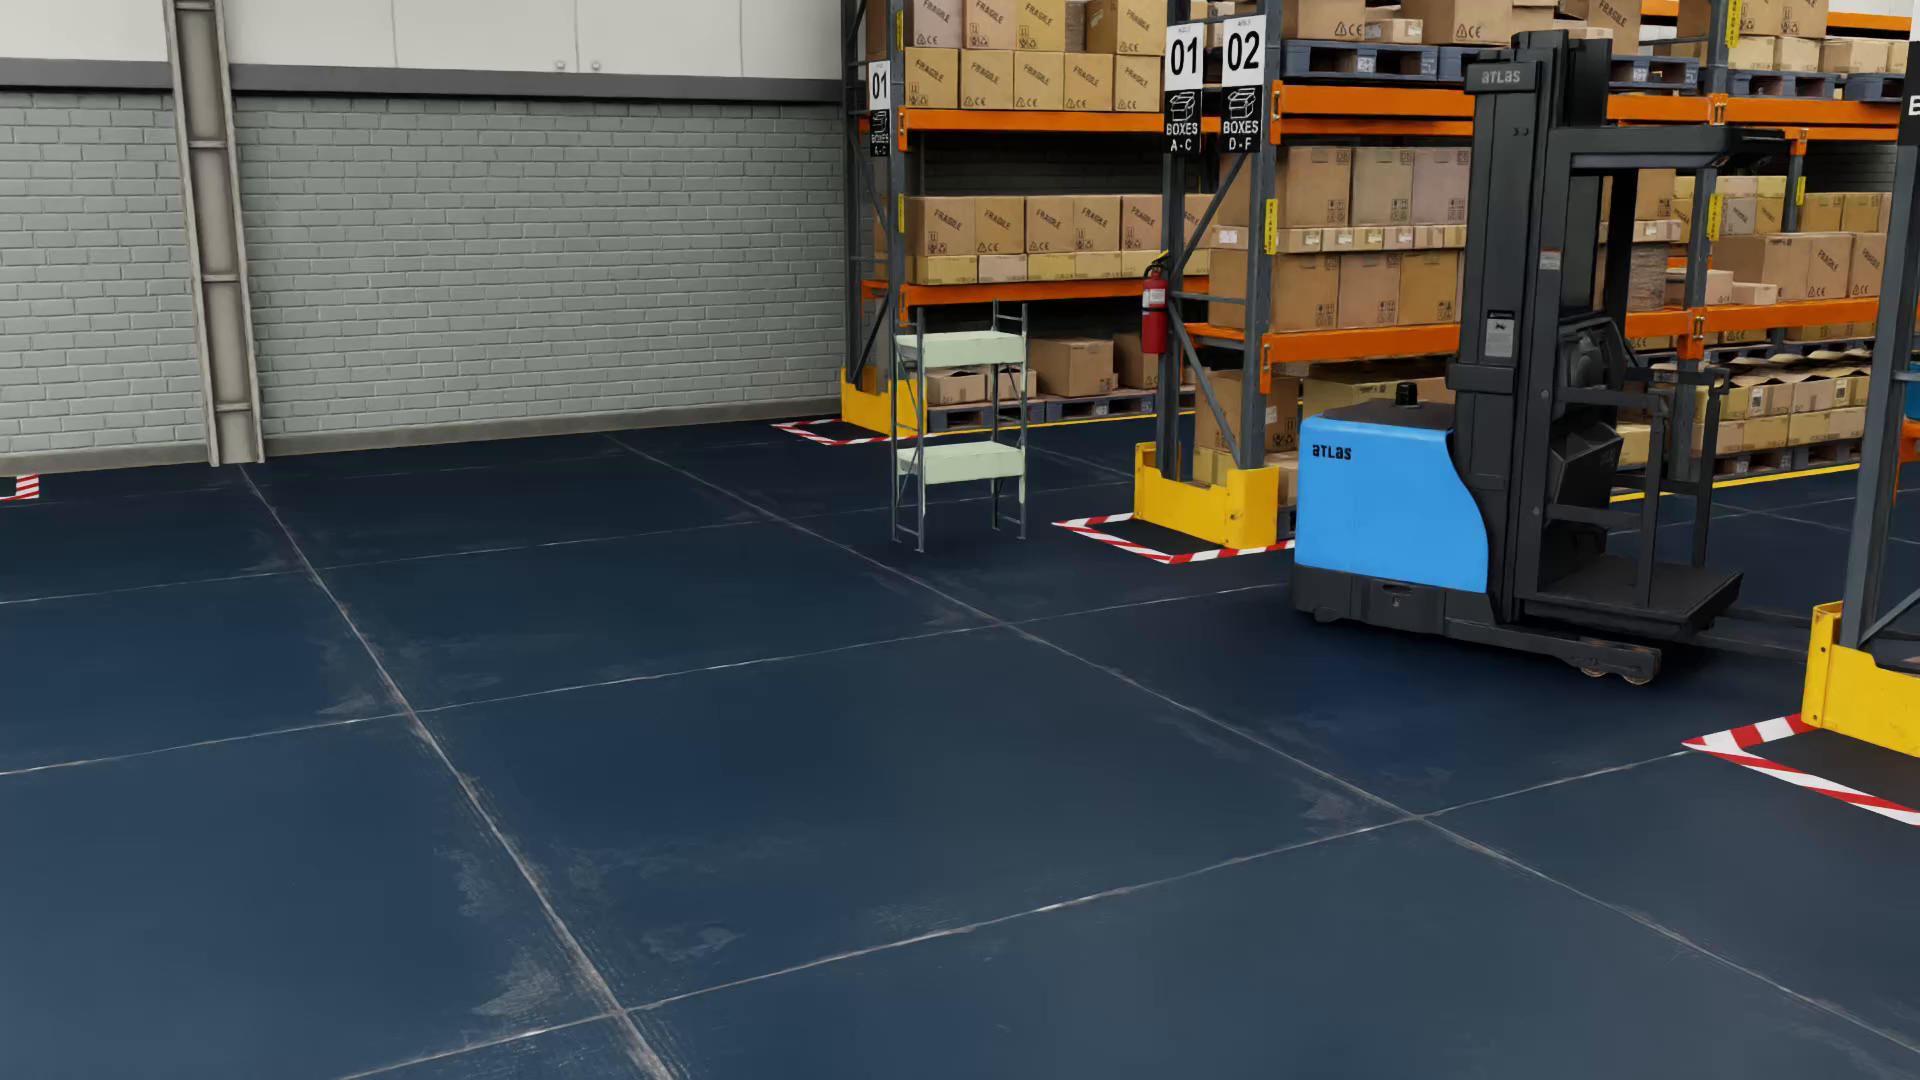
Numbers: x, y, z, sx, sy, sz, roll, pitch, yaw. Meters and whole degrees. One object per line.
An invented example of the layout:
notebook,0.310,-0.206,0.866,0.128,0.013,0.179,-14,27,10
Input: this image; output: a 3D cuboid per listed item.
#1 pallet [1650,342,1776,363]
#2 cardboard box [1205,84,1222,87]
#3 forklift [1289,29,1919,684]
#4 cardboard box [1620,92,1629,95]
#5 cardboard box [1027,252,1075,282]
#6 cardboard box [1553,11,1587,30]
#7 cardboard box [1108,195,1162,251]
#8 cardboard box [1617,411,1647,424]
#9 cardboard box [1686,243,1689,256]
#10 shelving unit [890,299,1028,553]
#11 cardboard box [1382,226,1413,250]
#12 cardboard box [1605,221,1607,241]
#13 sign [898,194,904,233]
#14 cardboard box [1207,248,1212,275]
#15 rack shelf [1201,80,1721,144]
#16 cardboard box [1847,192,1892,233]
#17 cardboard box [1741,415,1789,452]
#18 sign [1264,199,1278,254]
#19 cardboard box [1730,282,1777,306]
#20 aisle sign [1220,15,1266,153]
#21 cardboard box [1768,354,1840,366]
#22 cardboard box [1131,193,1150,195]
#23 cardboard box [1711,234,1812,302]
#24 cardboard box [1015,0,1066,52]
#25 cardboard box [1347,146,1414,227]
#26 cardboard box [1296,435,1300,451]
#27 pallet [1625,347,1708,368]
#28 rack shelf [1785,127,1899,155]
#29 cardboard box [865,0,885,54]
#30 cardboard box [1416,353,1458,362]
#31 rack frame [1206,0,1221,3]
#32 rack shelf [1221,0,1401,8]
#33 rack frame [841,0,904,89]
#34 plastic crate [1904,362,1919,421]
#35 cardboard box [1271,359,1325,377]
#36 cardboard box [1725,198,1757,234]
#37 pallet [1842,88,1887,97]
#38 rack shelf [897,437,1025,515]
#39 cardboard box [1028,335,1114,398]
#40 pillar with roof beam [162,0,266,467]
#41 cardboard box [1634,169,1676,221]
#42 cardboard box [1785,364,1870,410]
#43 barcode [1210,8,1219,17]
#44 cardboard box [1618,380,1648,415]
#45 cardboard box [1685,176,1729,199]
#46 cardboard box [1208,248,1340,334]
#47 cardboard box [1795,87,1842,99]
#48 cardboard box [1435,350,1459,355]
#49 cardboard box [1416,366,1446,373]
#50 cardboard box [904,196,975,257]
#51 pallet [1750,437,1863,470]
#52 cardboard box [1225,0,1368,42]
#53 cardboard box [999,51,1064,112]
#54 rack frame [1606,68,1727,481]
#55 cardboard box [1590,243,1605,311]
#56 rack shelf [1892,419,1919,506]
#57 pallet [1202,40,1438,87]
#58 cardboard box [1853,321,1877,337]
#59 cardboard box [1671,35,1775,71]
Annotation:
pallet,9.124,-2.292,20.314,1.213,0.211,1.003,-7,14,-28
cardboard box,2.417,-4.328,15.902,0.500,0.500,0.500,-6,14,-26
forklift,3.211,-0.896,7.917,3.031,2.935,1.130,9,16,36
cardboard box,7.093,-5.182,18.743,0.500,0.500,0.700,-8,15,-31
cardboard box,0.712,-2.522,15.282,0.500,0.250,0.500,-7,15,-29
cardboard box,4.078,-3.587,11.810,0.500,0.311,0.500,-8,15,-31
cardboard box,1.594,-2.995,15.675,0.500,0.500,0.500,-7,15,-29
cardboard box,5.346,-0.915,13.151,0.500,0.250,0.500,-7,14,-28
cardboard box,8.468,-3.420,19.501,0.250,0.149,0.380,-7,15,-29
shelving unit,-0.006,-0.731,10.441,0.755,1.500,0.431,-7,14,-28
cardboard box,2.730,-1.977,10.857,0.250,0.149,0.380,-7,14,-29
cardboard box,4.538,-2.194,11.822,0.250,0.149,0.380,-7,15,-30
sign,-0.507,-2.804,14.264,0.005,0.325,0.100,-7,14,-28
cardboard box,2.473,-2.735,16.227,0.500,0.250,0.500,-7,14,-28
rack shelf,3.365,-2.855,11.268,4.000,0.370,1.077,-7,14,-28
cardboard box,11.527,-4.103,21.325,0.700,0.700,0.980,-8,15,-31
cardboard box,6.043,-0.864,12.923,0.500,0.250,0.500,-6,14,-26
sign,1.870,-1.885,10.001,0.005,0.325,0.100,-7,14,-28
cardboard box,5.996,-1.884,12.720,0.250,0.149,0.380,-7,14,-28
aisle sign,1.699,-2.734,10.005,0.004,0.787,0.394,-7,14,-28
cardboard box,7.125,-1.402,14.034,0.500,0.311,0.500,-7,15,-29
cardboard box,1.775,-3.146,16.346,0.500,0.500,0.500,-7,14,-28
cardboard box,6.265,-2.134,13.033,0.500,0.500,0.500,-6,14,-24
cardboard box,0.596,-4.588,14.784,0.500,0.500,0.500,-6,14,-26
cardboard box,2.531,-2.322,10.912,0.500,0.500,0.700,-7,15,-29
cardboard box,2.372,-0.563,11.587,0.500,0.250,0.500,-7,14,-28
pallet,8.052,-2.163,19.740,1.213,0.211,1.003,-7,14,-28
rack shelf,11.521,-5.071,21.117,4.000,0.370,1.077,-7,14,-28
cardboard box,-0.514,-4.591,14.797,0.500,0.500,0.500,-6,14,-25
cardboard box,3.686,-1.088,12.210,0.500,0.500,0.500,-7,14,-28
rack frame,2.744,-5.834,16.035,0.127,3.000,1.000,-7,14,-28
rack shelf,4.499,-5.498,17.092,4.000,0.370,1.077,-7,14,-28
rack frame,-0.767,-5.413,14.165,0.127,3.000,1.000,-7,14,-28
plastic crate,4.276,-0.614,6.846,0.616,0.251,0.499,-7,14,-28
cardboard box,3.382,-1.982,17.278,0.500,0.500,0.700,-6,14,-26
cardboard box,9.038,-3.799,19.708,0.500,0.500,0.500,-7,14,-27
pallet,8.079,-3.656,13.620,1.003,0.211,1.213,-6,14,-25
rack shelf,-0.006,-0.413,10.513,0.720,0.370,0.431,-7,14,-28
cardboard box,1.051,-1.664,15.862,0.500,0.500,0.700,-8,15,-31
pillar with roof beam,-3.771,-4.192,8.741,0.400,9.000,9.100,-7,14,-28
cardboard box,4.734,-2.586,12.087,0.500,0.500,0.700,-7,14,-28
cardboard box,6.951,-1.247,13.347,0.500,0.311,0.500,-6,14,-26
barcode,1.643,-3.403,10.744,0.075,0.075,0.001,-7,14,-28
cardboard box,5.339,-1.187,13.082,0.500,0.311,0.500,-7,14,-28
cardboard box,8.577,-4.114,19.398,0.500,0.250,0.500,-7,14,-27
cardboard box,2.025,-1.627,10.779,0.500,0.500,0.700,-7,14,-28
cardboard box,10.498,-5.414,20.160,0.500,0.250,0.500,-7,14,-28
cardboard box,5.140,-2.205,18.267,0.500,0.500,0.700,-7,14,-28
cardboard box,3.505,-0.932,11.516,0.500,0.500,0.500,-7,14,-28
cardboard box,-0.204,-2.781,14.721,0.500,0.500,0.500,-7,14,-28
pallet,6.821,-0.806,13.711,1.213,0.211,1.003,-7,14,-28
cardboard box,2.116,-3.378,10.446,0.637,0.503,0.797,-6,14,-24
cardboard box,0.588,-4.100,14.890,0.500,0.500,0.500,-6,14,-25
rack frame,5.120,-1.952,12.453,0.127,3.000,1.000,-7,14,-28
cardboard box,4.274,-1.897,11.977,0.500,0.500,0.700,-7,14,-28
rack shelf,5.735,-0.436,7.354,4.000,0.370,1.077,-7,14,-28
pallet,2.243,-3.021,10.572,1.213,0.211,1.003,-7,14,-28
cardboard box,11.365,-2.898,21.393,0.500,0.500,0.700,-6,14,-27
cardboard box,5.666,-3.611,12.374,0.500,0.250,0.500,-5,14,-22
